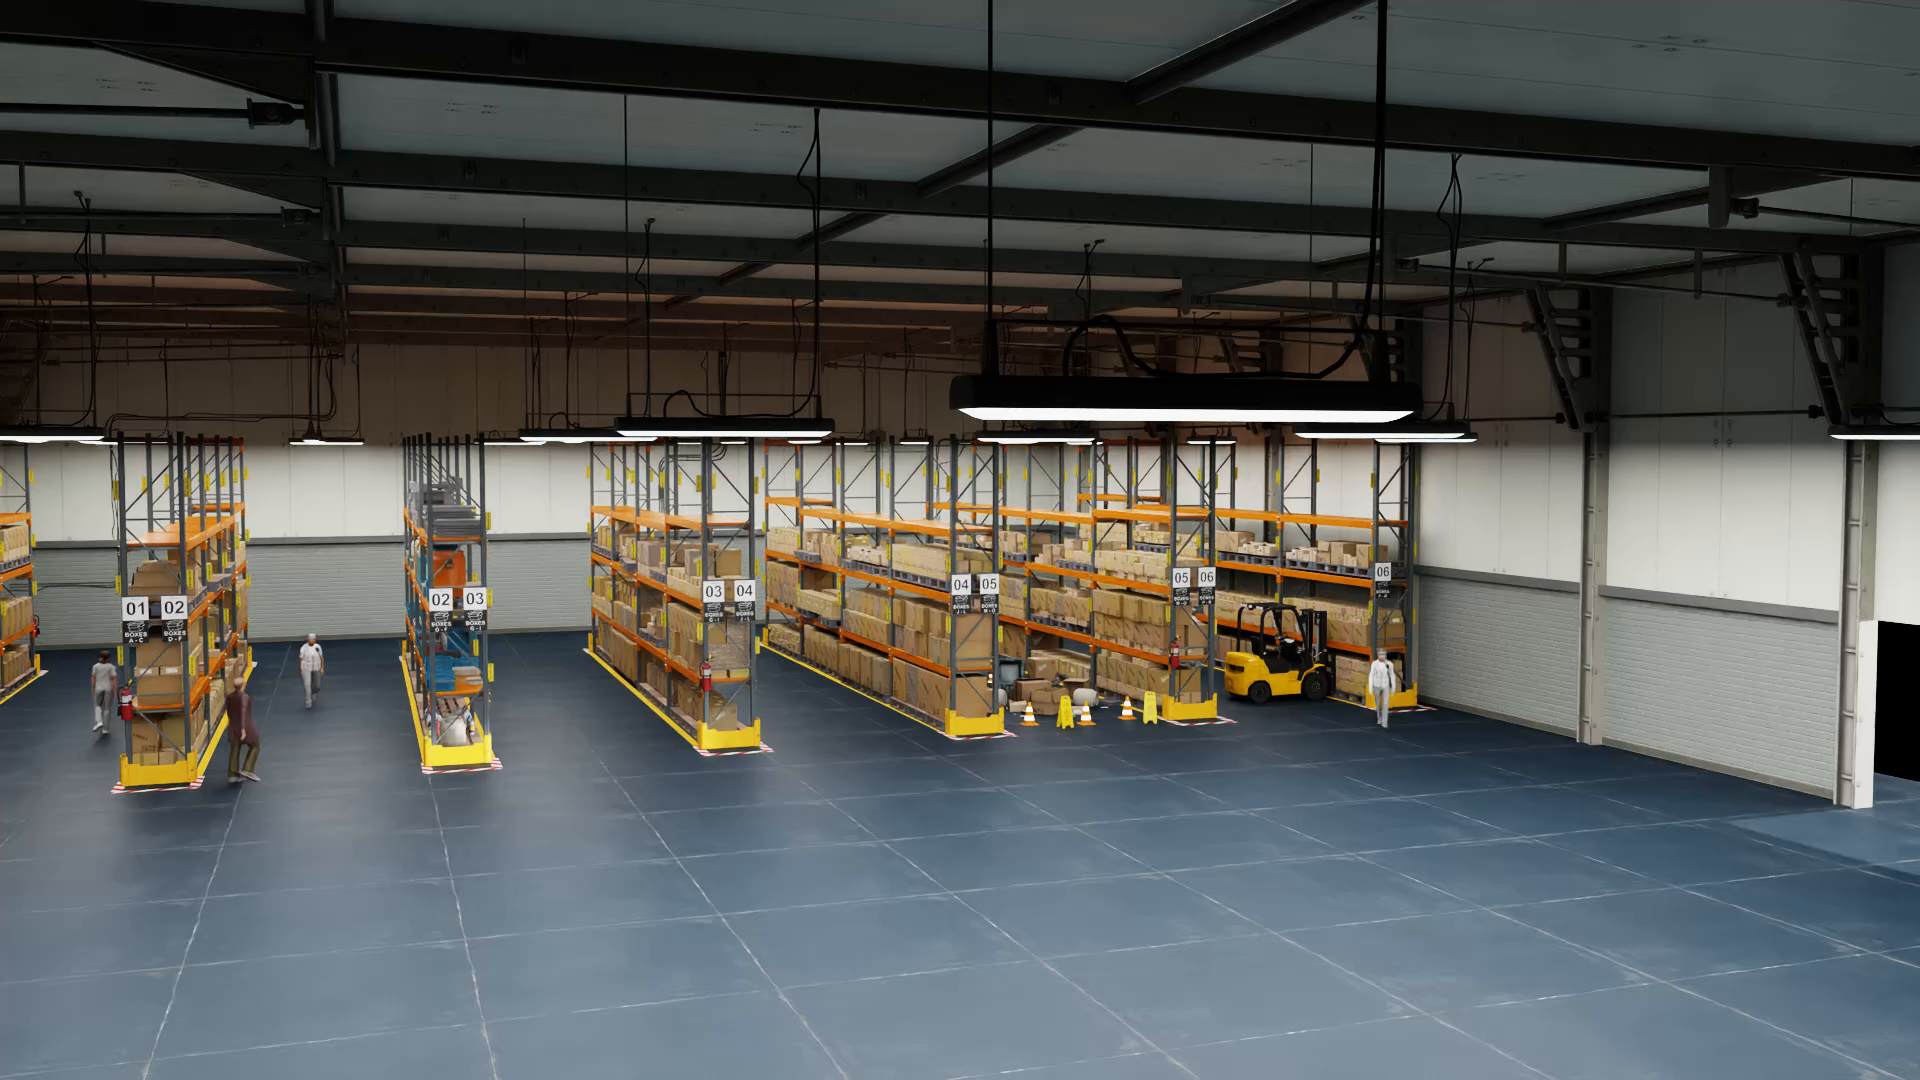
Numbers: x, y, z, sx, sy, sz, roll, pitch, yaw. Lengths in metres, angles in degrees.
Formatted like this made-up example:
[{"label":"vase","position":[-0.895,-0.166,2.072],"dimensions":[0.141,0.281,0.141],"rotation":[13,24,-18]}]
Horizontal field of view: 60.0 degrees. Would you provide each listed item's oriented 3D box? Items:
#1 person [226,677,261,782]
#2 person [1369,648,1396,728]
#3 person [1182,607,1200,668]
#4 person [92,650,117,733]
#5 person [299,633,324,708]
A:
[{"label":"person","position":[-12.337,3.258,28.448],"dimensions":[0.653,1.794,0.613],"rotation":[1,3,17]},{"label":"person","position":[8.602,3.012,33.959],"dimensions":[0.519,1.613,1.018],"rotation":[1,3,24]},{"label":"person","position":[5.911,2.557,42.447],"dimensions":[0.464,1.728,0.612],"rotation":[-2,4,-33]},{"label":"person","position":[-17.122,3.035,33.275],"dimensions":[0.465,1.669,0.462],"rotation":[-1,3,-17]},{"label":"person","position":[-14.421,2.865,36.945],"dimensions":[0.499,1.605,0.972],"rotation":[-3,4,-38]}]
